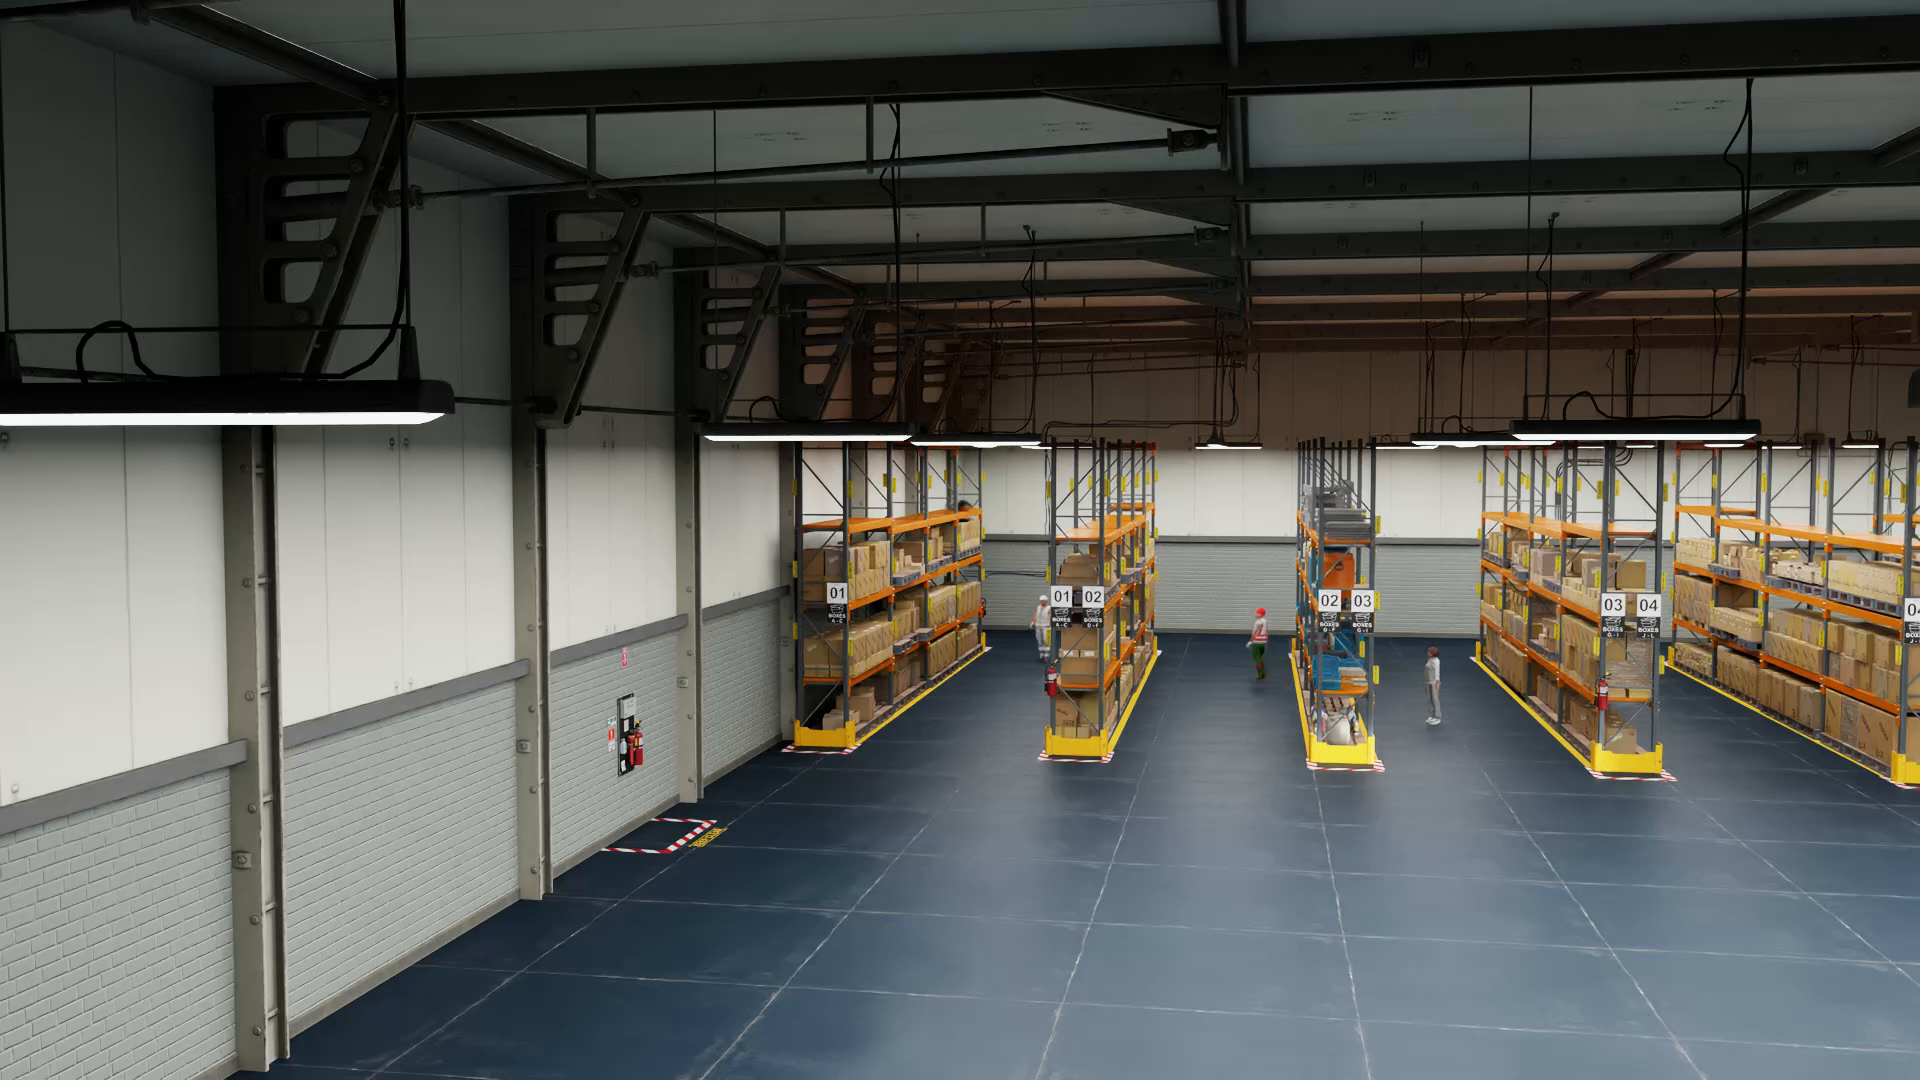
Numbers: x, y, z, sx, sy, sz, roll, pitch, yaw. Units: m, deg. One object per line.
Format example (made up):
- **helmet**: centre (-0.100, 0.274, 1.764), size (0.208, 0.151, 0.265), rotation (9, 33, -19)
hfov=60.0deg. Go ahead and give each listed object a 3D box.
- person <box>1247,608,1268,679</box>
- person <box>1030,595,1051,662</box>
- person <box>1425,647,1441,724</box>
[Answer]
- **person**: centre (7.510, 2.617, 41.928), size (0.589, 1.827, 0.478), rotation (-1, 3, -24)
- **person**: centre (2.227, 2.420, 45.625), size (0.610, 1.792, 0.629), rotation (2, 3, 27)
- **person**: centre (9.991, 3.062, 35.161), size (0.362, 1.606, 0.487), rotation (-1, 3, -14)
